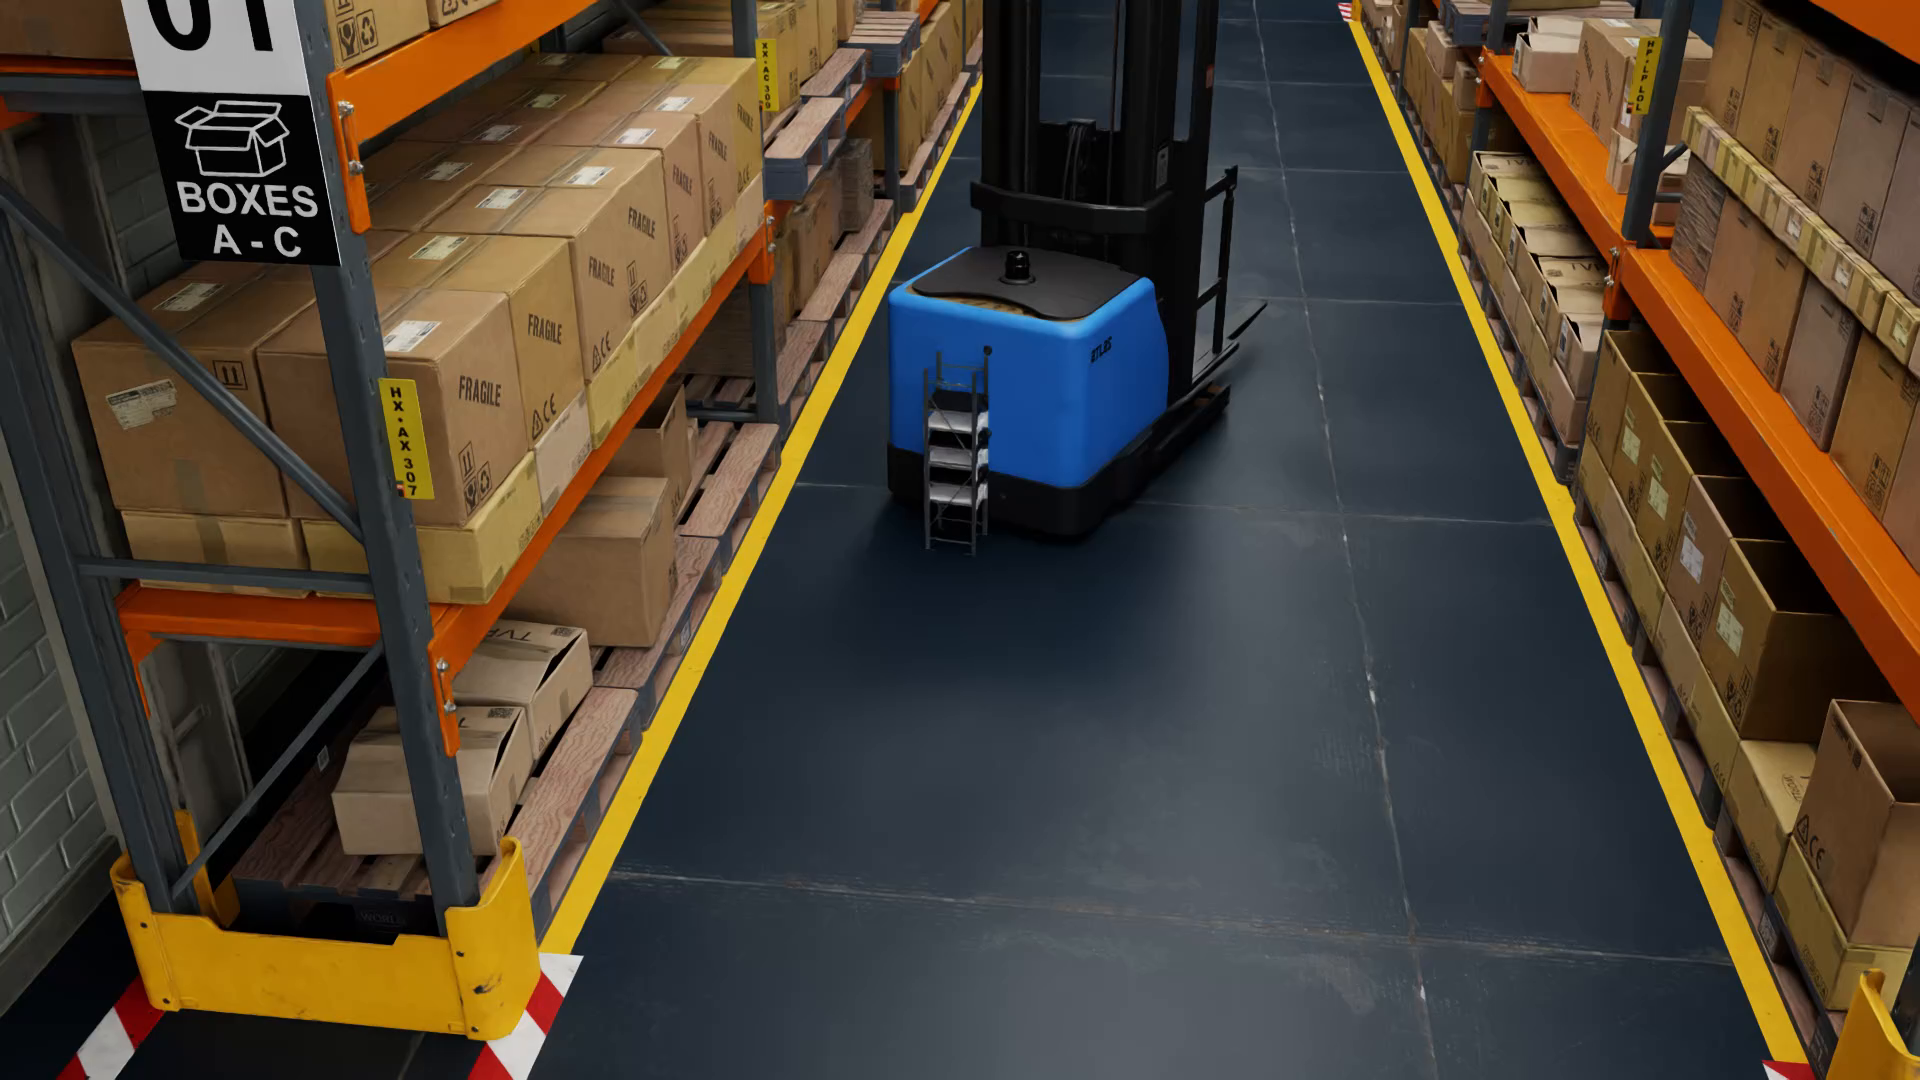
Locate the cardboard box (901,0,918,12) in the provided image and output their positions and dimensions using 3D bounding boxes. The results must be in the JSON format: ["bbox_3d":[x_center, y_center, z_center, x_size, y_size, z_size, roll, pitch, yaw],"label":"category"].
[{"bbox_3d":[-0.512,-3.943,12.151,0.380,0.149,0.250,4,29,8],"label":"cardboard box"}]

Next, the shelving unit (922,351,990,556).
[{"bbox_3d":[-0.016,-0.384,7.514,0.258,0.900,0.210,7,29,14],"label":"shelving unit"}]

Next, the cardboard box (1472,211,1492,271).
[{"bbox_3d":[3.562,-1.887,10.547,0.500,0.250,0.500,3,28,5],"label":"cardboard box"}]

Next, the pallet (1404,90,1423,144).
[{"bbox_3d":[4.407,-3.649,14.301,1.003,0.211,1.213,3,28,6],"label":"pallet"}]

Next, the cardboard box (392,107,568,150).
[{"bbox_3d":[-1.827,-1.369,6.474,0.500,0.500,0.500,4,29,8],"label":"cardboard box"}]

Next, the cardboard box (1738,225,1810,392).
[{"bbox_3d":[3.317,-0.847,6.053,0.700,0.500,0.500,4,29,7],"label":"cardboard box"}]

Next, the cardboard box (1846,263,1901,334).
[{"bbox_3d":[3.013,-0.744,5.178,0.380,0.149,0.250,4,29,8],"label":"cardboard box"}]

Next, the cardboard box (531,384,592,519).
[{"bbox_3d":[-1.494,-0.299,5.279,0.500,0.250,0.500,2,28,5],"label":"cardboard box"}]

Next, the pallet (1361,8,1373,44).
[{"bbox_3d":[4.853,-5.506,17.748,1.003,0.211,1.213,3,28,6],"label":"pallet"}]

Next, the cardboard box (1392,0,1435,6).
[{"bbox_3d":[4.694,-5.241,16.484,0.797,0.503,0.637,3,28,6],"label":"cardboard box"}]

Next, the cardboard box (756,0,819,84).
[{"bbox_3d":[-1.207,-2.832,9.275,0.700,0.500,0.500,7,29,13],"label":"cardboard box"}]

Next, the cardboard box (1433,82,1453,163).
[{"bbox_3d":[3.924,-3.170,12.643,0.500,0.500,0.500,2,28,4],"label":"cardboard box"}]

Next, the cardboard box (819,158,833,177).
[{"bbox_3d":[-1.107,-2.482,10.576,0.500,0.250,0.500,4,29,7],"label":"cardboard box"}]

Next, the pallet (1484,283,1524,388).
[{"bbox_3d":[3.687,-1.194,9.743,1.003,0.211,1.213,3,28,6],"label":"pallet"}]

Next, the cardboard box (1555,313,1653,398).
[{"bbox_3d":[3.254,-0.925,8.169,0.500,0.311,0.500,3,28,6],"label":"cardboard box"}]

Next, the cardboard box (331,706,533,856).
[{"bbox_3d":[-1.744,0.770,5.529,0.500,0.311,0.500,0,28,0],"label":"cardboard box"}]

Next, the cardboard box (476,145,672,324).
[{"bbox_3d":[-1.370,-1.098,5.972,0.500,0.500,0.500,4,29,8],"label":"cardboard box"}]

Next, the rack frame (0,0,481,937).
[{"bbox_3d":[-1.918,0.100,4.401,1.000,3.000,0.127,3,28,6],"label":"rack frame"}]

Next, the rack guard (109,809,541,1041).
[{"bbox_3d":[-1.909,1.165,5.060,1.175,0.500,0.348,3,28,6],"label":"rack guard"}]

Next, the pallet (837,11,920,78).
[{"bbox_3d":[-0.920,-3.239,10.802,1.213,0.211,1.003,3,28,6],"label":"pallet"}]

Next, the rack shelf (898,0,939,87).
[{"bbox_3d":[-0.693,-4.290,13.309,1.077,0.370,4.000,3,28,6],"label":"rack shelf"}]

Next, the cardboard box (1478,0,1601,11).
[{"bbox_3d":[3.944,-3.911,11.299,0.700,0.500,0.500,-6,29,-11],"label":"cardboard box"}]

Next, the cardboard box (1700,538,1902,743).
[{"bbox_3d":[2.877,0.341,5.621,0.500,0.500,0.500,3,28,6],"label":"cardboard box"}]

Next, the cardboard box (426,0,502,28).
[{"bbox_3d":[-1.528,-1.667,4.392,0.500,0.500,0.500,5,29,10],"label":"cardboard box"}]

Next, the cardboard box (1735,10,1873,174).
[{"bbox_3d":[3.380,-1.664,6.203,0.700,0.500,0.500,3,28,6],"label":"cardboard box"}]

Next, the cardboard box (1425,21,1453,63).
[{"bbox_3d":[4.045,-4.001,13.395,0.500,0.250,0.500,3,29,6],"label":"cardboard box"}]

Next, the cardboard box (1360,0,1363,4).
[{"bbox_3d":[4.567,-5.906,18.093,0.380,0.149,0.250,3,28,6],"label":"cardboard box"}]

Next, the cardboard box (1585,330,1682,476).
[{"bbox_3d":[3.121,-0.601,7.368,0.500,0.500,0.500,3,28,6],"label":"cardboard box"}]

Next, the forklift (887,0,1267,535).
[{"bbox_3d":[0.807,-1.977,8.330,1.130,2.935,3.031,15,32,25],"label":"forklift"}]

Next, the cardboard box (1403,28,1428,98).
[{"bbox_3d":[4.168,-4.142,14.447,0.500,0.500,0.500,2,28,4],"label":"cardboard box"}]

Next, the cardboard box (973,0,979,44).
[{"bbox_3d":[-0.190,-5.215,16.460,0.700,0.500,0.500,3,28,6],"label":"cardboard box"}]

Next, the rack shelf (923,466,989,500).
[{"bbox_3d":[-0.016,-0.276,7.573,0.258,0.077,0.200,7,29,14],"label":"rack shelf"}]

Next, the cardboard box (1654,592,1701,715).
[{"bbox_3d":[2.943,0.436,6.235,0.500,0.250,0.500,3,28,6],"label":"cardboard box"}]

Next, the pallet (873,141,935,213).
[{"bbox_3d":[-0.767,-2.804,12.733,1.003,0.211,1.213,3,28,6],"label":"pallet"}]

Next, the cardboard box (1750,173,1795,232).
[{"bbox_3d":[3.139,-1.230,6.081,0.380,0.149,0.250,2,28,5],"label":"cardboard box"}]

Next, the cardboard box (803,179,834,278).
[{"bbox_3d":[-1.186,-1.945,10.370,0.700,0.500,0.500,3,28,6],"label":"cardboard box"}]

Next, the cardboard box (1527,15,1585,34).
[{"bbox_3d":[3.891,-3.171,10.568,0.500,0.311,0.500,5,29,9],"label":"cardboard box"}]

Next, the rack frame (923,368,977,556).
[{"bbox_3d":[-0.043,-0.338,7.428,0.240,0.900,0.006,7,29,14],"label":"rack frame"}]

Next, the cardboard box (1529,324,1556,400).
[{"bbox_3d":[3.315,-0.921,8.753,0.500,0.250,0.500,3,28,5],"label":"cardboard box"}]

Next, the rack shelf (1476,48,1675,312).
[{"bbox_3d":[3.734,-2.121,9.283,1.077,0.370,4.000,3,28,6],"label":"rack shelf"}]

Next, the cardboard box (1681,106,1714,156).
[{"bbox_3d":[3.263,-1.711,6.973,0.380,0.149,0.250,3,28,6],"label":"cardboard box"}]

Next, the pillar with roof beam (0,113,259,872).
[{"bbox_3d":[1.581,-2.670,3.219,9.100,9.000,0.400,3,28,6],"label":"pillar with roof beam"}]

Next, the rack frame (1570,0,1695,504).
[{"bbox_3d":[3.489,-1.496,7.365,1.000,3.000,0.127,3,28,6],"label":"rack frame"}]

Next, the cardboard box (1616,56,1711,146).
[{"bbox_3d":[3.663,-2.149,8.471,0.500,0.500,0.500,5,29,10],"label":"cardboard box"}]

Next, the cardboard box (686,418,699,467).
[{"bbox_3d":[-1.464,-0.475,7.993,0.380,0.166,0.250,0,28,0],"label":"cardboard box"}]

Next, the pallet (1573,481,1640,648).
[{"bbox_3d":[3.350,0.103,7.336,1.003,0.211,1.213,3,28,6],"label":"pallet"}]

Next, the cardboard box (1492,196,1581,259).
[{"bbox_3d":[3.502,-1.883,9.948,0.500,0.311,0.500,3,28,5],"label":"cardboard box"}]

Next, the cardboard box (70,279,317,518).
[{"bbox_3d":[-2.072,-0.407,4.689,0.500,0.500,0.500,3,28,6],"label":"cardboard box"}]

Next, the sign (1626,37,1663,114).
[{"bbox_3d":[2.949,-1.998,7.159,0.100,0.325,0.005,3,28,6],"label":"sign"}]

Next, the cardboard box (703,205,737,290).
[{"bbox_3d":[-1.255,-1.251,7.046,0.500,0.250,0.500,3,29,6],"label":"cardboard box"}]

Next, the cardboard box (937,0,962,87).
[{"bbox_3d":[-0.399,-4.473,14.714,0.750,0.750,0.750,4,29,7],"label":"cardboard box"}]
